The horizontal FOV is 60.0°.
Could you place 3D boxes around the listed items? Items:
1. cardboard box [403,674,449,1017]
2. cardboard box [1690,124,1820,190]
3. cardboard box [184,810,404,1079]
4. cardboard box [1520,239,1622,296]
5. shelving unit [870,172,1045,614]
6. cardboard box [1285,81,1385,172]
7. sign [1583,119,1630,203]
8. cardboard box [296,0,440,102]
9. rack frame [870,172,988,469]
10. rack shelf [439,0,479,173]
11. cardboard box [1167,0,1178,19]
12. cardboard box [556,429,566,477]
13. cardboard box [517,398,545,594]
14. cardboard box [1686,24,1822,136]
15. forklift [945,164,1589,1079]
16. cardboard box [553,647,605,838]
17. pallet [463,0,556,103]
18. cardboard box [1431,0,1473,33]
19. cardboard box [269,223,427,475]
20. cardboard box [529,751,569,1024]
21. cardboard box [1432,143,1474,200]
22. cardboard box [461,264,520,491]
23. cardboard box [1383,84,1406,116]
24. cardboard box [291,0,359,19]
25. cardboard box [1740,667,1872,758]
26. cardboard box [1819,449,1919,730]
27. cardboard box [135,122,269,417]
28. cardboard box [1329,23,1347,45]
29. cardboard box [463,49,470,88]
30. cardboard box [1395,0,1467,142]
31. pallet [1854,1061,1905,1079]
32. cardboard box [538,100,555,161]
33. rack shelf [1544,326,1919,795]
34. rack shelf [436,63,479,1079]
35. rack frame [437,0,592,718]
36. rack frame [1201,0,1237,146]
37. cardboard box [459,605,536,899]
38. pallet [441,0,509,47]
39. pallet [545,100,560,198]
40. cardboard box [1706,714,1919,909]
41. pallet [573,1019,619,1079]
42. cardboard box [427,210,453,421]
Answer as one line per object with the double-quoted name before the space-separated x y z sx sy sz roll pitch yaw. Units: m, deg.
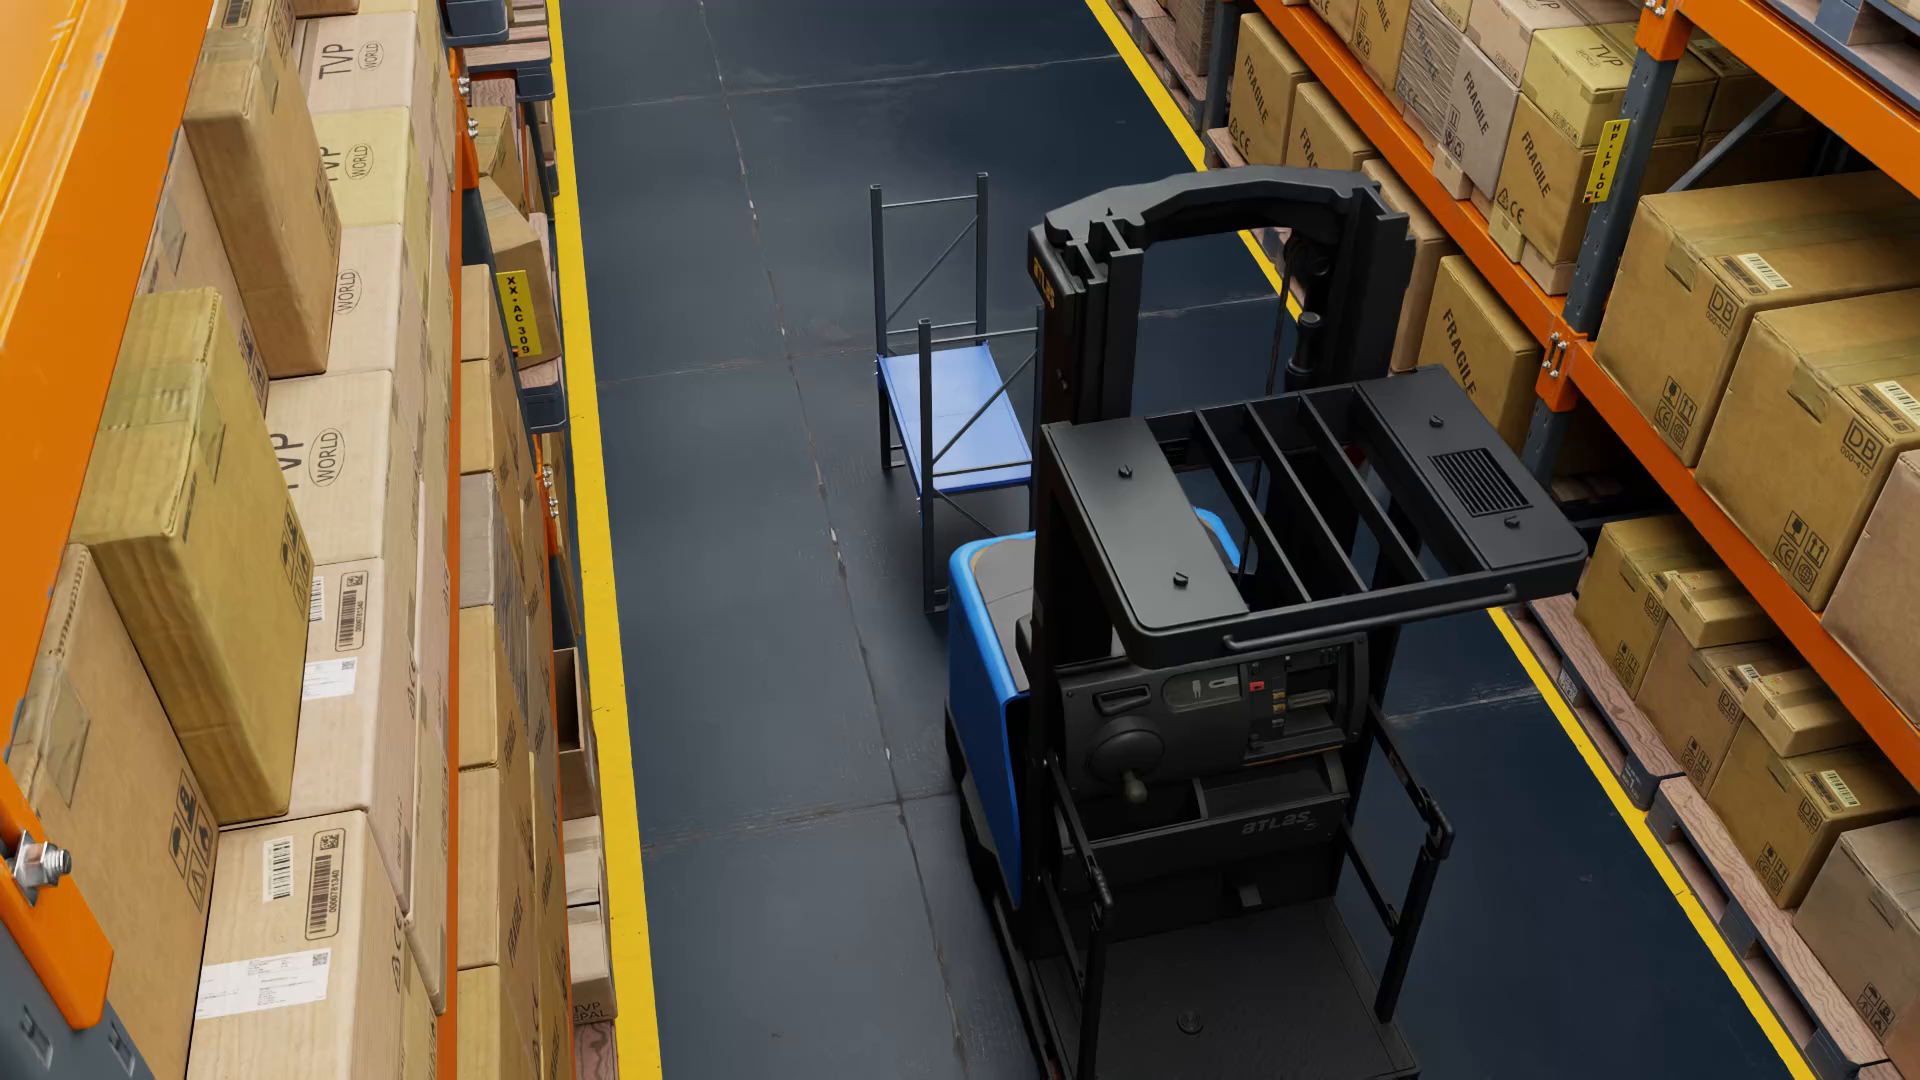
"cardboard box" -1.070 0.500 2.563 0.500 0.250 0.500 -8 42 -9
"cardboard box" 3.007 -1.535 6.687 0.500 0.500 0.500 -10 43 -11
"cardboard box" -0.969 0.638 2.031 0.500 0.250 0.500 -8 42 -9
"cardboard box" 2.511 -1.136 6.727 0.380 0.149 0.250 -8 42 -9
"shelving unit" -0.018 -0.616 7.096 0.538 1.500 1.048 -8 42 -9
"cardboard box" 2.211 -1.926 8.745 0.750 0.750 0.750 -9 42 -9
"sign" 2.333 -1.364 5.996 0.100 0.325 0.005 -8 42 -9
"cardboard box" -1.606 -1.308 4.223 0.500 0.250 0.500 -8 42 -9
"rack frame" -0.128 -0.946 7.467 0.500 1.500 0.032 -8 42 -9
"rack shelf" -2.407 -2.481 6.350 1.077 0.370 4.000 -8 42 -9
"cardboard box" 1.793 -3.677 10.966 0.700 0.500 0.500 -8 42 -9
"cardboard box" -2.069 -0.579 7.477 0.500 0.500 0.500 -8 42 -9
"cardboard box" -1.617 -0.082 5.290 0.500 0.500 0.500 -8 42 -9
"cardboard box" 3.016 -1.816 6.439 0.500 0.250 0.500 -7 42 -8
"forklift" 0.797 0.594 4.655 1.130 2.935 3.031 -9 42 -10
"cardboard box" -1.576 0.767 5.960 0.500 0.500 0.500 -8 42 -9
"pallet" -2.624 -2.424 8.147 1.213 0.211 1.003 -8 42 -9
"cardboard box" 2.299 -2.410 7.108 0.500 0.250 0.500 -8 42 -8
"cardboard box" -1.288 -0.335 3.127 0.500 0.250 0.500 -8 42 -9
"cardboard box" -1.279 0.914 4.167 0.500 0.500 0.500 -8 42 -9
"cardboard box" 2.307 -1.634 7.287 0.380 0.149 0.250 -8 42 -9
"cardboard box" -1.614 -0.453 4.954 0.500 0.500 0.500 -8 42 -9
"cardboard box" 2.234 -2.140 7.857 0.380 0.149 0.250 -7 42 -8
"cardboard box" -1.833 -1.555 3.936 0.700 0.500 0.500 -8 42 -9
"cardboard box" 2.930 0.577 5.700 0.380 0.149 0.250 -9 42 -11
"cardboard box" 3.280 0.142 4.887 0.980 0.700 0.700 -10 43 -11
"cardboard box" -1.477 -0.248 2.464 0.700 0.500 0.500 -8 42 -9
"cardboard box" 2.102 -2.643 8.424 0.380 0.149 0.250 -7 42 -8
"cardboard box" -2.582 -2.107 7.254 0.700 0.500 0.500 -1 42 -1
"cardboard box" 2.295 -2.120 7.346 0.500 0.500 0.500 -8 42 -9
"pallet" 3.475 2.084 5.025 1.003 0.211 1.213 -8 42 -9
"cardboard box" -2.665 -2.435 9.771 0.500 0.250 0.500 -8 42 -9
"rack shelf" 3.292 0.521 5.227 1.077 0.370 4.000 -8 42 -9
"rack shelf" -1.544 0.112 3.429 1.077 0.370 4.000 -8 42 -9
"rack frame" -1.976 -0.332 5.646 1.000 3.000 0.127 -8 42 -9
"rack frame" 1.997 -3.637 9.370 1.000 3.000 0.127 -8 42 -9
"cardboard box" -1.284 0.532 3.844 0.500 0.500 0.500 -9 42 -10
"pallet" -2.048 -1.816 5.200 1.213 0.211 1.003 -8 42 -9
"pallet" -2.979 -2.421 10.100 1.003 0.211 1.213 -8 42 -9
"cardboard box" 3.136 0.892 5.834 0.700 0.500 0.500 -7 42 -8
"pallet" -1.562 1.949 5.178 1.003 0.211 1.213 -8 42 -9
"cardboard box" -1.397 -0.472 3.658 0.500 0.250 0.500 -8 42 -9
